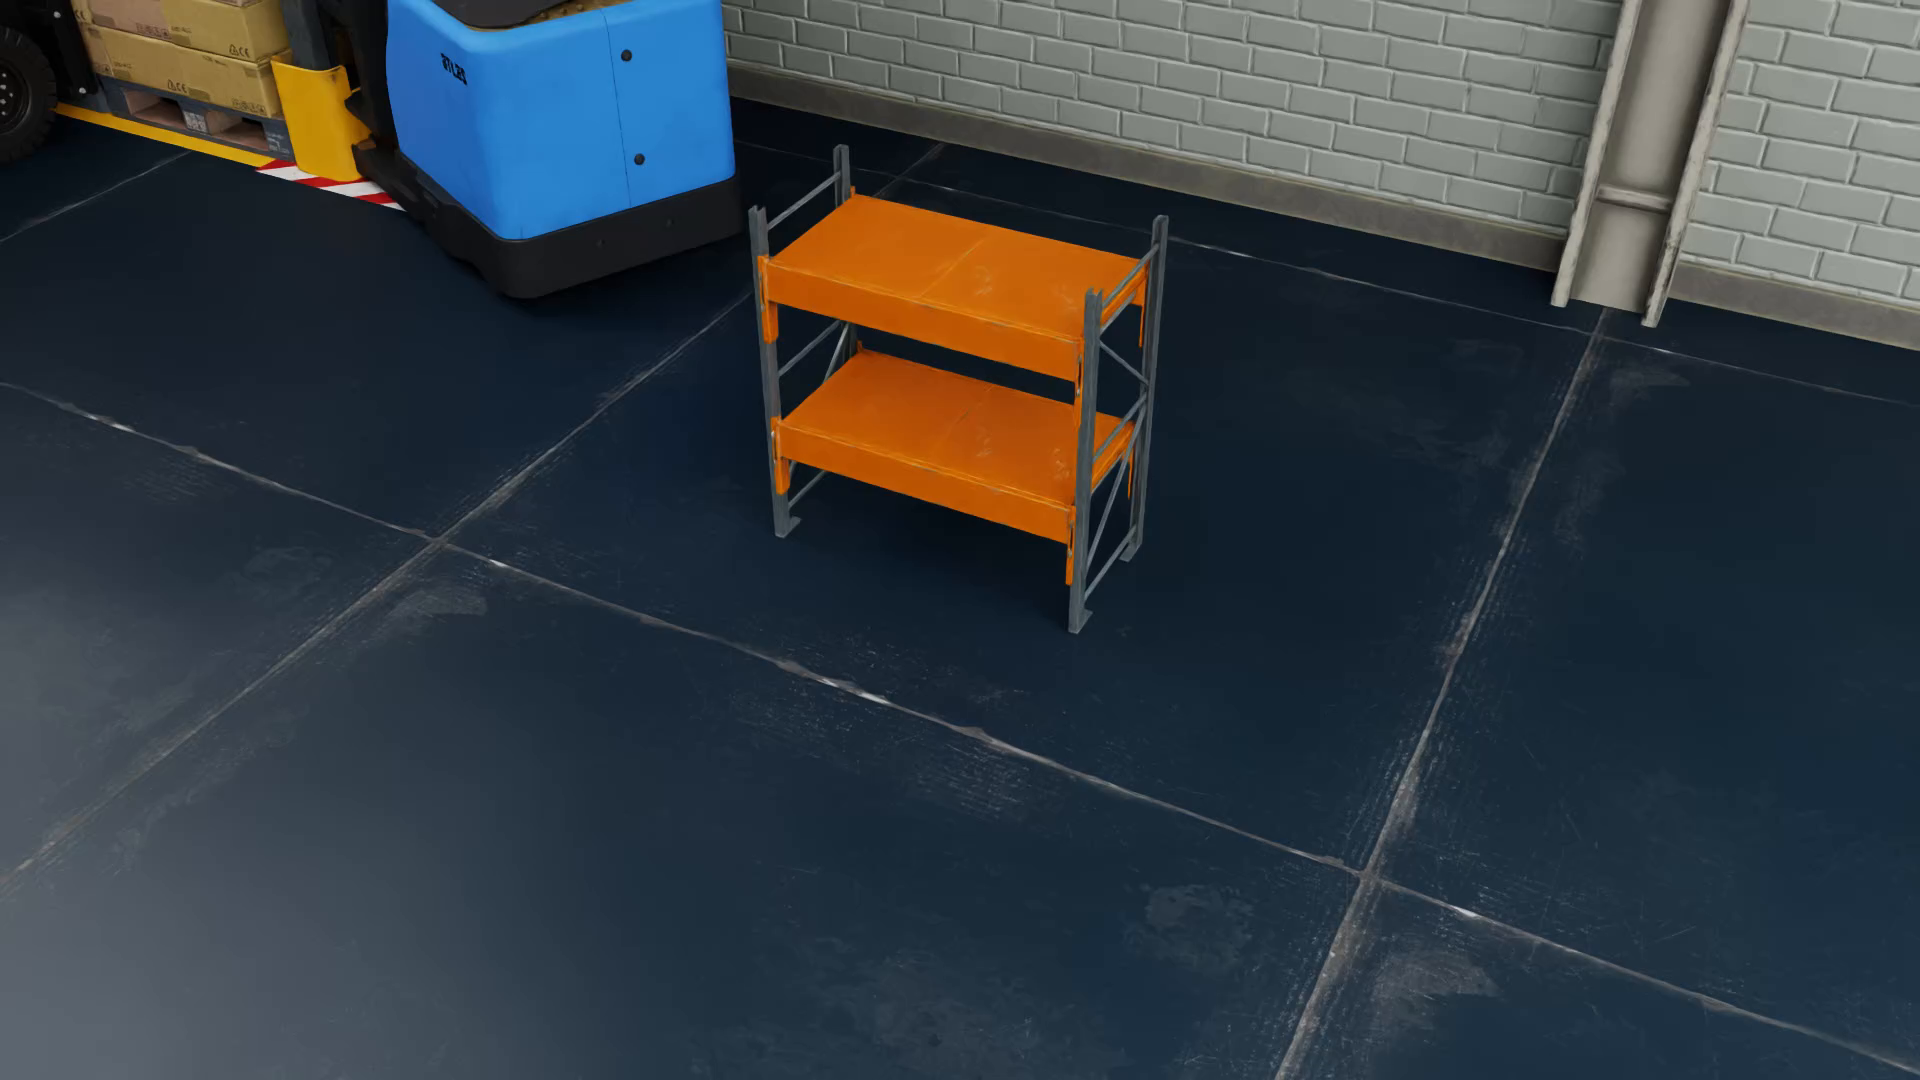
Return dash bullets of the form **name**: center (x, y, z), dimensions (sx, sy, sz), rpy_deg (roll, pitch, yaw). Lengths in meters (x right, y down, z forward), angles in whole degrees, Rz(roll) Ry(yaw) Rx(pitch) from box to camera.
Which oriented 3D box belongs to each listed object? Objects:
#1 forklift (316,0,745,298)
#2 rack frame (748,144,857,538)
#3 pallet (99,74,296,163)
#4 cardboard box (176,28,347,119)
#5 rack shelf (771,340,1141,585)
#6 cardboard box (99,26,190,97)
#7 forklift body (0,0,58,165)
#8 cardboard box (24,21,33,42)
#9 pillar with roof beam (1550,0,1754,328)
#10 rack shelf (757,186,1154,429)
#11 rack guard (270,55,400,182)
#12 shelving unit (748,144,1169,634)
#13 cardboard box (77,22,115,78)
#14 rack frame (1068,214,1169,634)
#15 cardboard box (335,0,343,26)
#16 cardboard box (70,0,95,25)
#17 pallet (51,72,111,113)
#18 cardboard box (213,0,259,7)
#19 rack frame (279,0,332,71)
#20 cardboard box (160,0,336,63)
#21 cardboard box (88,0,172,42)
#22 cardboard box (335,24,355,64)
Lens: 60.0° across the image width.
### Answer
- **forklift**: center (-2.166, -2.929, 6.684), dimensions (1.130, 2.935, 3.031), rpy_deg (-24, 43, -28)
- **rack frame**: center (-0.457, -0.591, 5.099), dimensions (0.032, 1.125, 0.500), rpy_deg (17, 41, 21)
- **pallet**: center (-3.288, -2.207, 7.983), dimensions (1.213, 0.211, 1.003), rpy_deg (17, 41, 21)
- **cardboard box**: center (-3.152, -2.161, 7.542), dimensions (0.500, 0.250, 0.500), rpy_deg (18, 41, 22)
- **rack shelf**: center (-0.006, -0.255, 5.060), dimensions (1.000, 0.278, 0.538), rpy_deg (17, 41, 21)
- **cardboard box**: center (-3.589, -2.304, 7.731), dimensions (0.500, 0.250, 0.500), rpy_deg (17, 41, 21)
- **forklift body**: center (-5.112, -2.337, 6.550), dimensions (1.214, 2.155, 2.313), rpy_deg (17, 41, 21)
- **cardboard box**: center (-4.501, -2.580, 8.095), dimensions (0.500, 0.250, 0.500), rpy_deg (19, 41, 23)
- **pillar with roof beam**: center (0.555, -2.215, 0.725), dimensions (0.400, 9.000, 9.100), rpy_deg (17, 41, 21)
- **rack shelf**: center (-0.006, -0.683, 4.735), dimensions (1.000, 0.278, 0.538), rpy_deg (17, 41, 21)
- **rack guard**: center (-2.568, -2.125, 7.636), dimensions (0.348, 0.500, 1.175), rpy_deg (17, 41, 21)
- **shelving unit**: center (-0.006, -0.450, 4.912), dimensions (1.048, 1.125, 0.538), rpy_deg (17, 41, 21)
- **cardboard box**: center (-4.029, -2.448, 7.921), dimensions (0.500, 0.250, 0.500), rpy_deg (18, 41, 22)
- **rack frame**: center (0.445, -0.309, 4.726), dimensions (0.032, 1.125, 0.500), rpy_deg (17, 41, 21)
- **cardboard box**: center (-2.912, -2.641, 7.762), dimensions (0.500, 0.250, 0.500), rpy_deg (18, 41, 22)
- **cardboard box**: center (-4.074, -2.644, 7.765), dimensions (0.500, 0.250, 0.500), rpy_deg (16, 40, 20)
- **pallet**: center (-4.367, -2.547, 8.431), dimensions (1.213, 0.211, 1.003), rpy_deg (17, 41, 21)
- **cardboard box**: center (-3.142, -2.558, 7.239), dimensions (0.500, 0.250, 0.500), rpy_deg (19, 41, 23)
- **rack frame**: center (-2.590, -3.128, 6.889), dimensions (0.127, 3.000, 1.000), rpy_deg (17, 41, 21)
- **cardboard box**: center (-3.166, -2.366, 7.400), dimensions (0.500, 0.250, 0.500), rpy_deg (17, 40, 21)
- **cardboard box**: center (-3.606, -2.511, 7.591), dimensions (0.500, 0.250, 0.500), rpy_deg (17, 40, 21)
- **cardboard box**: center (-2.936, -2.441, 7.912), dimensions (0.500, 0.250, 0.500), rpy_deg (18, 41, 22)
